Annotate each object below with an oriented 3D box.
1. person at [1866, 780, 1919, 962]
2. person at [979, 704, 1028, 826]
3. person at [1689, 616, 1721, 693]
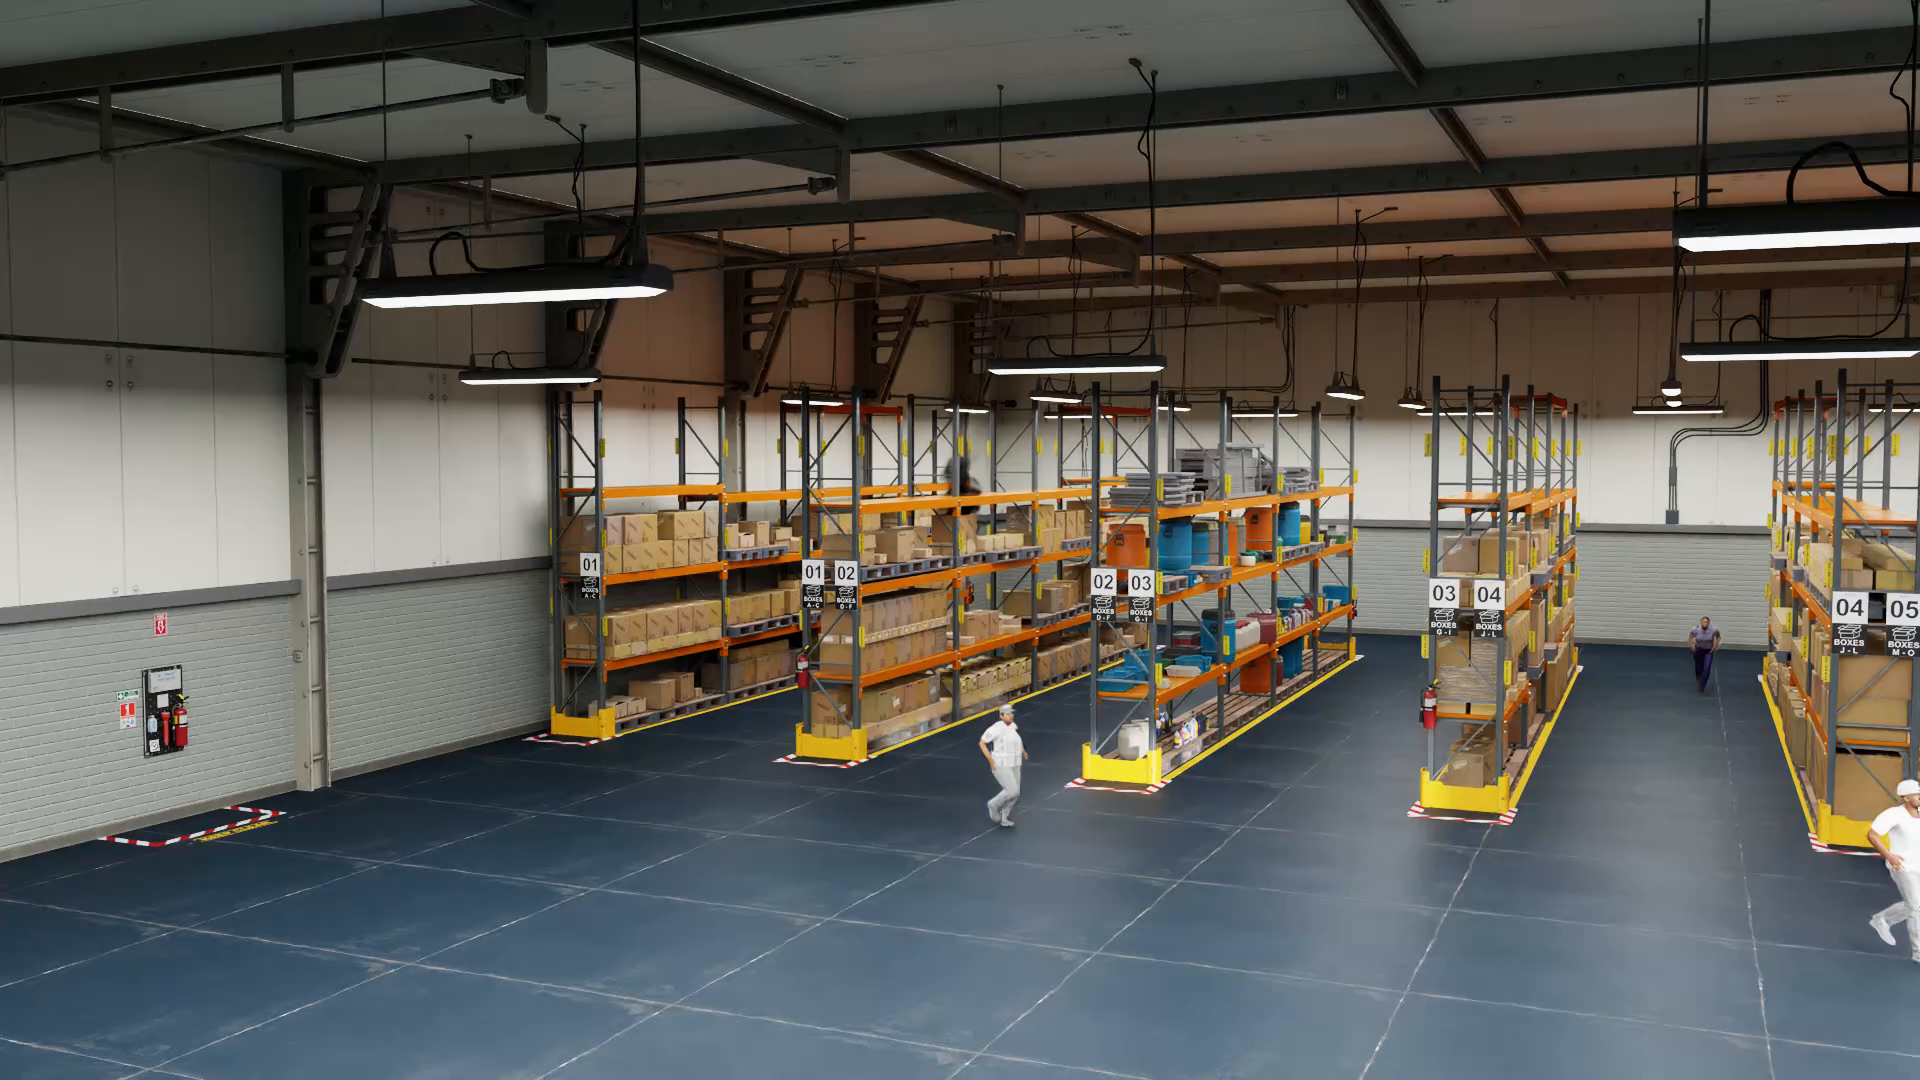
[{"bbox_3d":[9.268,3.221,16.285,0.706,1.767,0.826,-2,3,-25],"label":"person"},{"bbox_3d":[0.644,2.982,21.899,0.604,1.607,0.559,-3,4,-43],"label":"person"},{"bbox_3d":[15.354,2.346,34.322,0.607,1.604,0.843,1,3,17],"label":"person"}]
